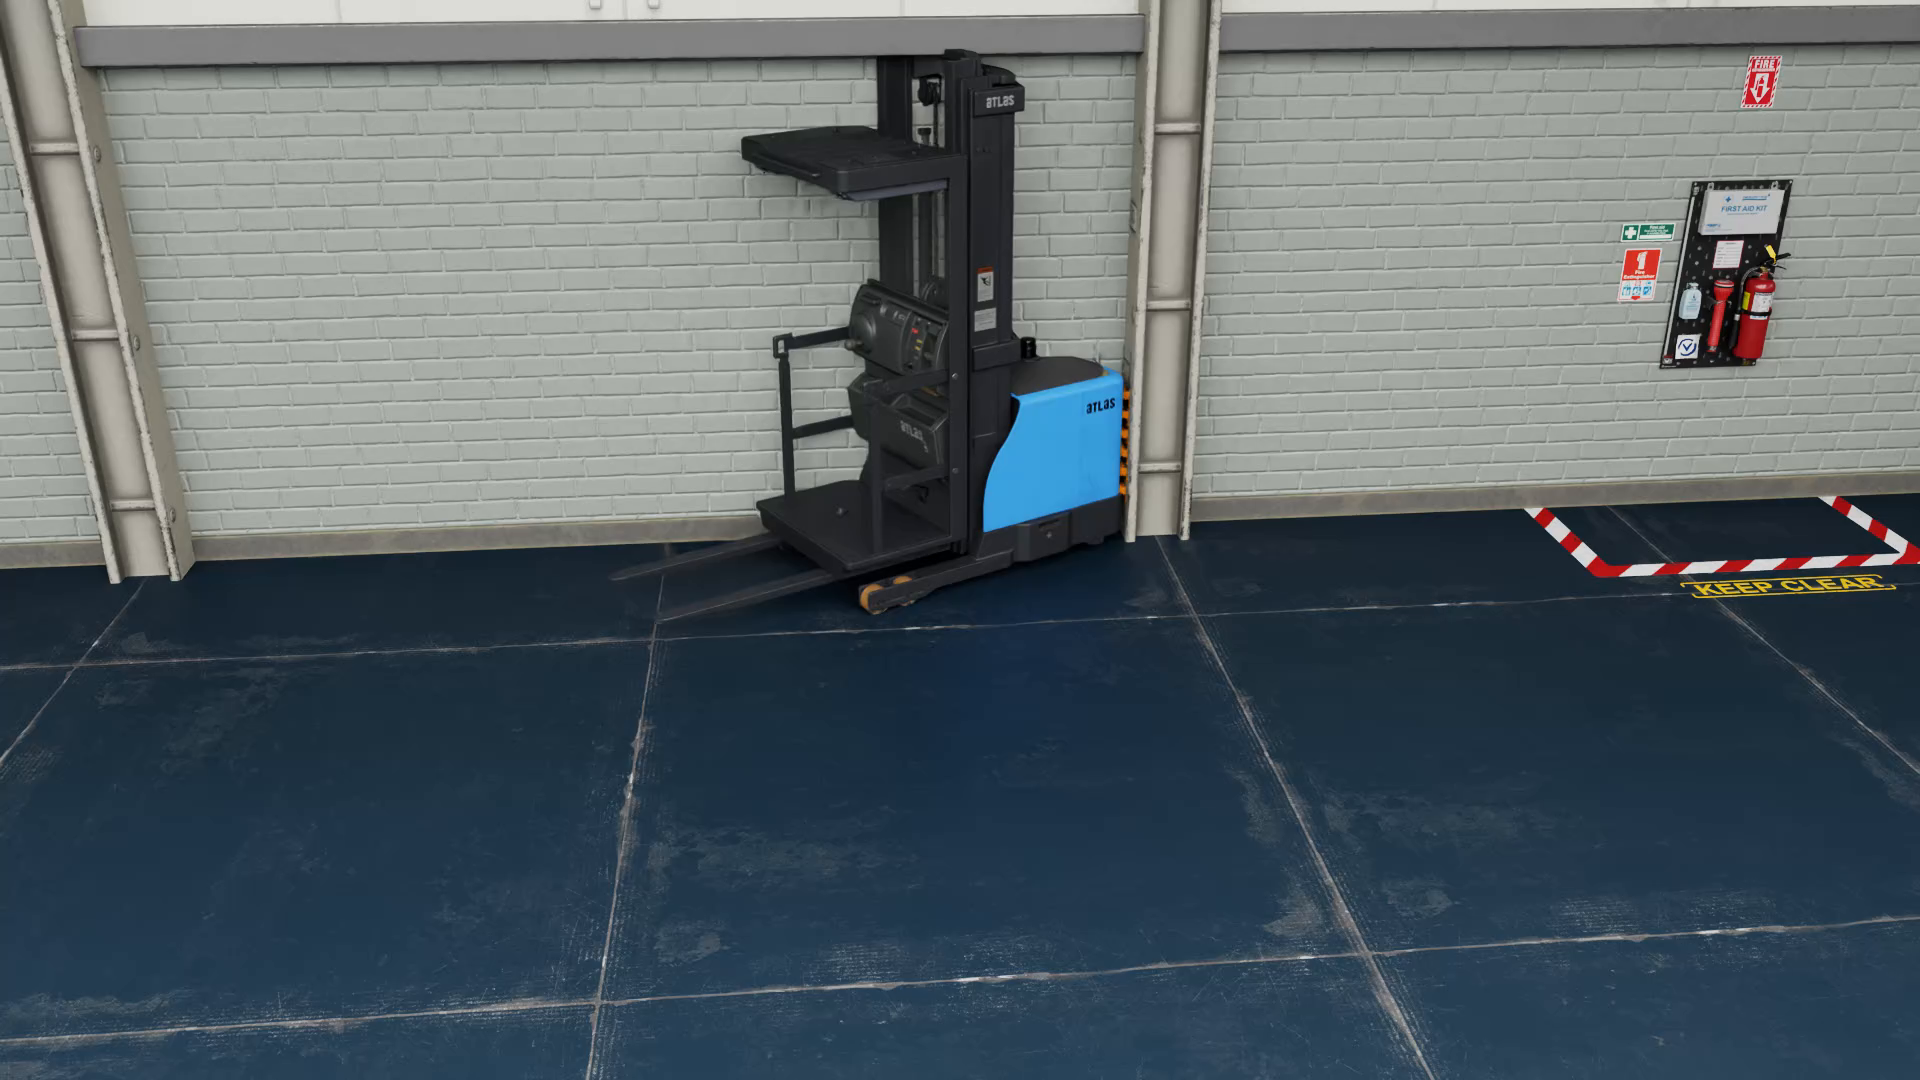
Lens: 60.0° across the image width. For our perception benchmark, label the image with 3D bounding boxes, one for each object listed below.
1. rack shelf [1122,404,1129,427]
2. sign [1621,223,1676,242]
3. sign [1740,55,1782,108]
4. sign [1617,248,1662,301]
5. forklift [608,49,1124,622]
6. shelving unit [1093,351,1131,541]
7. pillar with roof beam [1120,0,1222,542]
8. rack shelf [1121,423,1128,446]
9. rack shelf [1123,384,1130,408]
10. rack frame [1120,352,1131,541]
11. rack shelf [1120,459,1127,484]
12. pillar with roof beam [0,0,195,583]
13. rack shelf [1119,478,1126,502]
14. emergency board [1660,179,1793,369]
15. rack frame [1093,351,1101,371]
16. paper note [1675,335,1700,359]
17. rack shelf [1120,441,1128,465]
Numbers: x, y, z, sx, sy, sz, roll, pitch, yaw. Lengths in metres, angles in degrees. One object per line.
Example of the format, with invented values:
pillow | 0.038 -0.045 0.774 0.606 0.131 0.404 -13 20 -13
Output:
rack shelf | 0.910 -0.766 10.059 0.180 0.103 0.258 -2 21 -5
sign | 4.156 -1.858 10.042 0.331 0.109 0.001 -2 24 -5
sign | 4.693 -2.683 9.739 0.199 0.298 0.001 -2 24 -5
sign | 4.151 -1.620 10.157 0.234 0.329 0.001 -2 24 -5
forklift | -0.521 -1.166 9.265 3.031 2.935 1.130 -15 28 -31
shelving unit | 0.910 -0.583 10.129 0.189 1.200 0.258 -2 21 -5
pillar with roof beam | 1.626 -2.429 4.635 0.400 9.000 9.100 -2 24 -5
rack shelf | 0.910 -0.654 10.102 0.180 0.103 0.258 -2 21 -5
rack shelf | 0.909 -0.878 10.017 0.180 0.103 0.258 -2 21 -5
rack frame | 1.001 -0.586 10.137 0.006 1.200 0.240 -2 21 -5
rack shelf | 0.911 -0.430 10.188 0.180 0.103 0.258 -2 21 -5
pillar with roof beam | -4.345 -2.189 4.096 0.400 9.000 9.100 -2 24 -5
rack shelf | 0.911 -0.317 10.231 0.180 0.103 0.258 -2 21 -5
emergency board | 4.711 -1.584 10.120 0.643 1.169 0.194 -2 24 -5
rack frame | 0.819 -0.580 10.121 0.006 1.200 0.240 -2 21 -5
paper note | 4.528 -1.202 10.346 0.142 0.148 0.016 -2 24 -5
rack shelf | 0.910 -0.542 10.145 0.180 0.103 0.258 -2 21 -5
